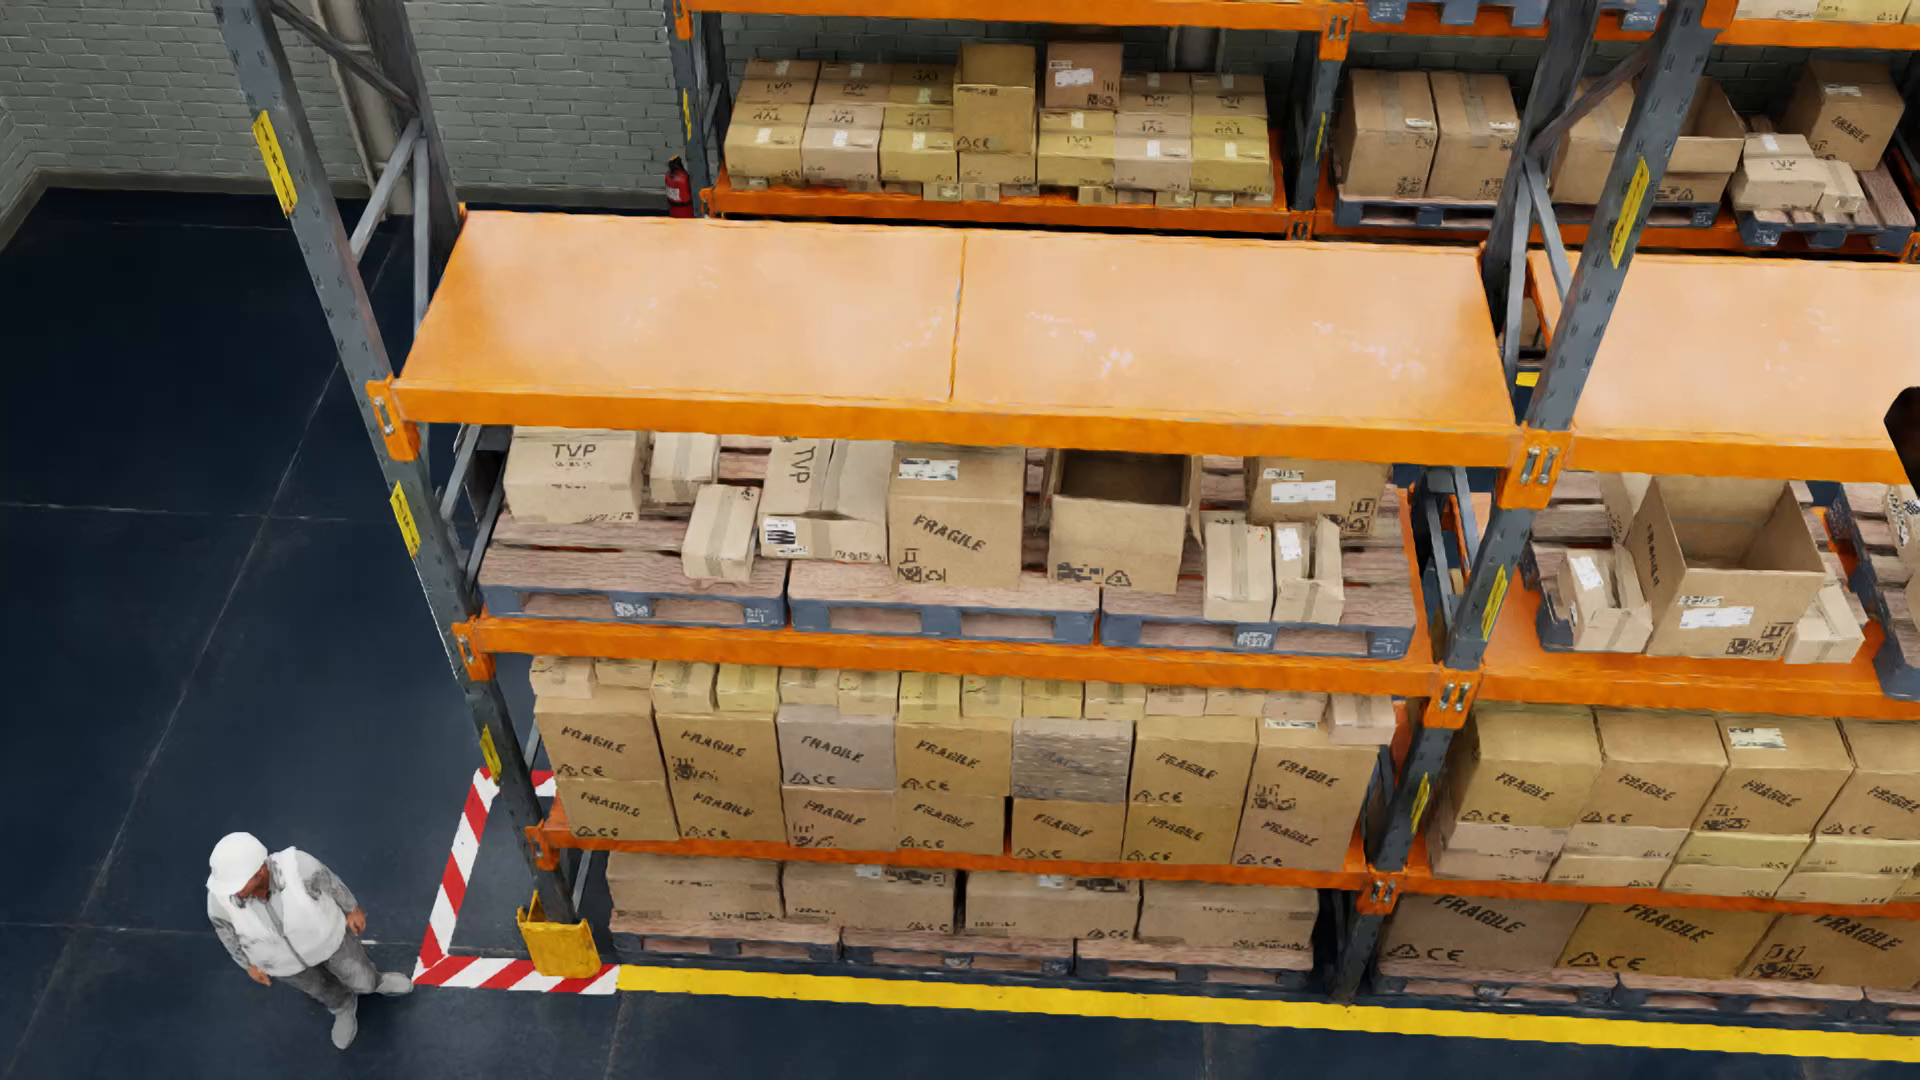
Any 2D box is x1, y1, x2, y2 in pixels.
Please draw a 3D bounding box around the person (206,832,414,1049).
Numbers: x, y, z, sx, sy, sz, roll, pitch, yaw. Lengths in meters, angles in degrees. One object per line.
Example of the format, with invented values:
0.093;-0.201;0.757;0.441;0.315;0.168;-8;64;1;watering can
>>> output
-3.090;1.867;7.849;0.643;1.767;0.399;-21;51;-18;person
